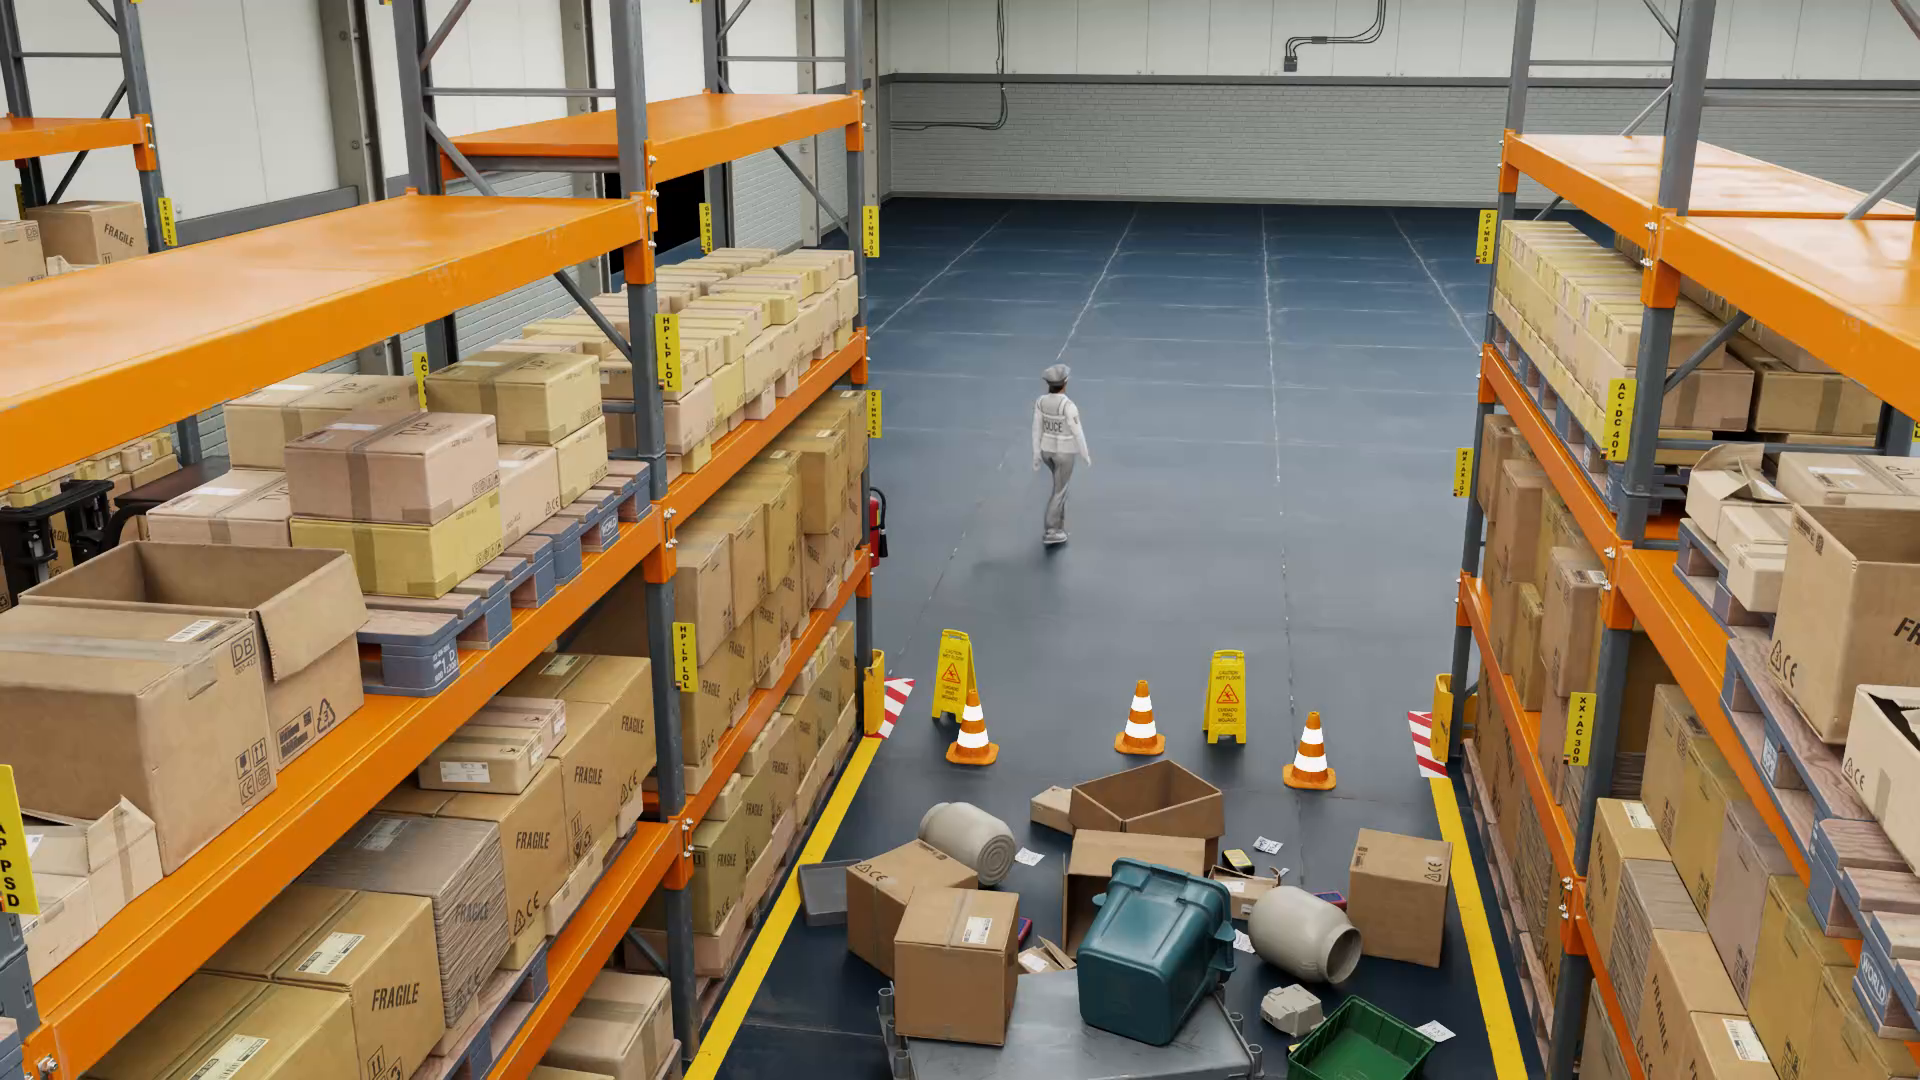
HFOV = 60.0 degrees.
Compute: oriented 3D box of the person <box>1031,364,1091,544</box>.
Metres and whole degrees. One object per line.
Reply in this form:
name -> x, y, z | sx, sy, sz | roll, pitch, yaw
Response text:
person -> 0.943, -0.774, 15.424 | 0.504, 1.748, 0.486 | -16, 24, -40
